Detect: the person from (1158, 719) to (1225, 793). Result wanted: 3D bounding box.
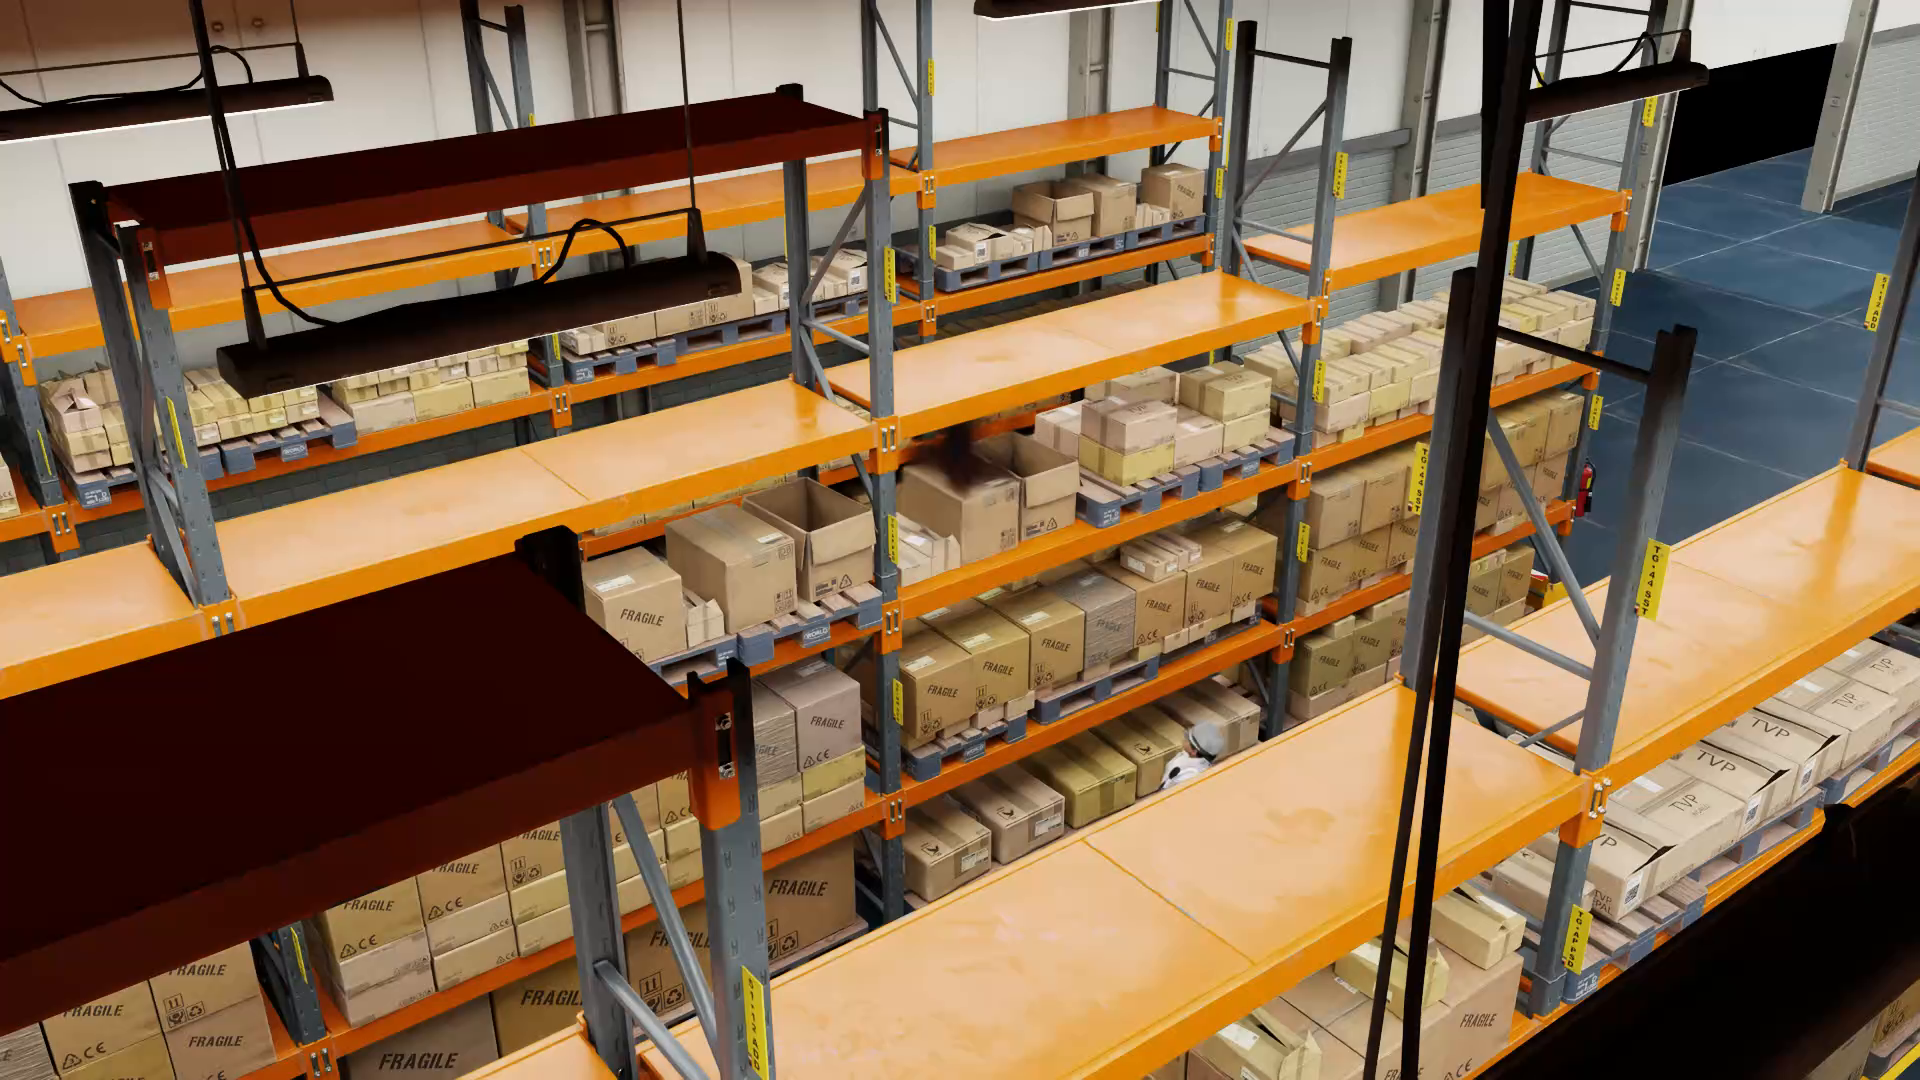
[{"bbox_3d":[1.546,1.952,11.532,0.459,1.693,0.493,-2,26,-3],"label":"person"}]
